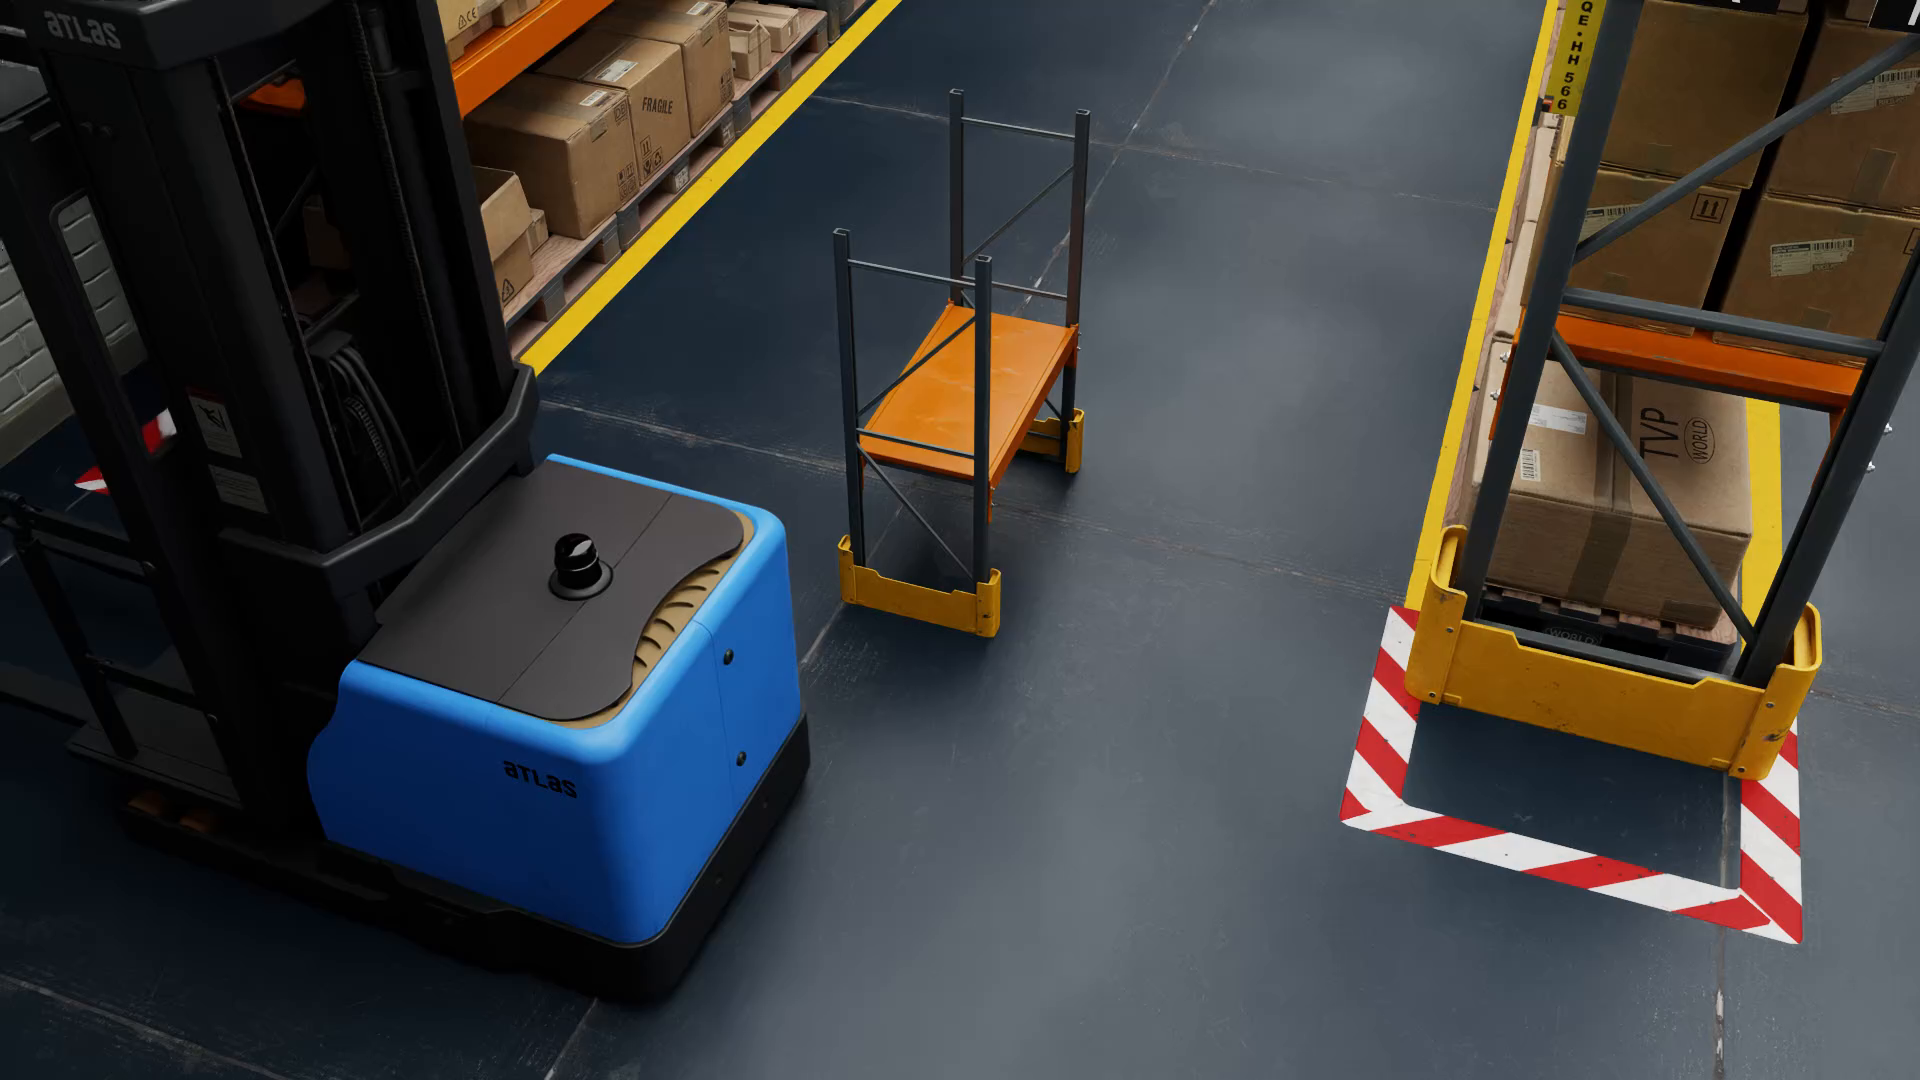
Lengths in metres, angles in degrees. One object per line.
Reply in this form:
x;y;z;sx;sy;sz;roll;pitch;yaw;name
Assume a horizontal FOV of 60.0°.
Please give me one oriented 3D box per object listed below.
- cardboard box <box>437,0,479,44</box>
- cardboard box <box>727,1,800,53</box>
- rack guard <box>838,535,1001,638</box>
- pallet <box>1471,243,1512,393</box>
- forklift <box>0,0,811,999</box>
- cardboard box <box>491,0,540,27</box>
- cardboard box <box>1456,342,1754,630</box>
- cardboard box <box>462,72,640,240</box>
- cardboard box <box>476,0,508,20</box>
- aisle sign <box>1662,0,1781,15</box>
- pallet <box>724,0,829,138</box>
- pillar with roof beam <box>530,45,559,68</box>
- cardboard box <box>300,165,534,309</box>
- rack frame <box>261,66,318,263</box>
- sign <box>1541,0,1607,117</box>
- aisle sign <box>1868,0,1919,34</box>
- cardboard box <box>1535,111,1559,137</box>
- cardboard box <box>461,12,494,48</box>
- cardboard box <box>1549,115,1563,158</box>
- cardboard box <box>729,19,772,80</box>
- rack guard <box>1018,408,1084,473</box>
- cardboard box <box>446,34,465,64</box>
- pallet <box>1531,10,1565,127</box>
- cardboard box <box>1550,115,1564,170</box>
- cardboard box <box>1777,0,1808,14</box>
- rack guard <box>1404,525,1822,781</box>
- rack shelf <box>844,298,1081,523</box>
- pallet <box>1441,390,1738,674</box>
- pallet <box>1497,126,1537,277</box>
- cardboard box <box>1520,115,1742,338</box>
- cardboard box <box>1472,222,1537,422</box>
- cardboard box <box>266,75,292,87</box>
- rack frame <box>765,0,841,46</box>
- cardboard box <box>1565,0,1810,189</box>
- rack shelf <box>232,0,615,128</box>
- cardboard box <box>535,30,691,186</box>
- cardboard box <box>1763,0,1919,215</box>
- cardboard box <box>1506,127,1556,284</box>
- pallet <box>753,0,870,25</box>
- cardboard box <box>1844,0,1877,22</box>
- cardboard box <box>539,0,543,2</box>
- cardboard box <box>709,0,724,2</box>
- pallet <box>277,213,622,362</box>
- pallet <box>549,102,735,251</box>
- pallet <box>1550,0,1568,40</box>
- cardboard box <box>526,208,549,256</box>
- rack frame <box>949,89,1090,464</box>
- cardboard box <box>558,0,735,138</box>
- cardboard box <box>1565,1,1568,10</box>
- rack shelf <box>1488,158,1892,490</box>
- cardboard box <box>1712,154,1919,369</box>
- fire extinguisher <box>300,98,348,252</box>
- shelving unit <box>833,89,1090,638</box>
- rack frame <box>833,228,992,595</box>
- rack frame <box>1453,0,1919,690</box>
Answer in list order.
-2.146;-1.976;6.141;0.500;0.250;0.500;14;42;15;cardboard box
-1.101;-2.813;9.109;0.380;0.149;0.250;12;42;14;cardboard box
-0.144;0.162;5.867;0.587;0.250;0.087;13;42;15;rack guard
2.730;-0.789;7.012;1.003;0.211;1.213;13;42;15;pallet
-2.046;-0.438;4.505;3.031;2.935;1.130;15;43;16;forklift
-1.940;-2.221;6.736;0.380;0.149;0.250;15;43;16;cardboard box
2.243;-0.213;5.839;0.875;0.438;0.875;12;42;14;cardboard box
-1.928;-1.776;7.623;0.700;0.500;0.500;15;43;17;cardboard box
-1.974;-2.283;6.502;0.500;0.250;0.500;14;42;16;cardboard box
1.795;-1.617;3.832;0.394;0.787;0.004;13;42;15;aisle sign
-1.423;-2.663;9.209;1.003;0.211;1.213;13;42;15;pallet
1.773;-5.245;5.464;9.100;9.000;0.400;13;42;15;pillar with roof beam
-2.257;-1.265;7.021;0.797;0.503;0.637;12;42;13;cardboard box
-2.555;-1.703;5.935;1.000;3.000;0.127;13;42;15;rack frame
1.606;-1.263;4.345;0.100;0.325;0.005;13;42;15;sign
2.359;-1.484;3.676;0.394;0.787;0.004;13;42;15;aisle sign
3.163;-1.869;7.780;0.875;0.438;0.875;13;42;14;cardboard box
-2.084;-2.080;6.571;0.380;0.149;0.250;13;42;15;cardboard box
2.380;-1.613;5.753;0.500;0.500;0.500;14;43;16;cardboard box
-1.223;-2.639;8.816;0.396;0.266;0.258;15;43;17;cardboard box
0.196;-0.445;6.579;0.587;0.250;0.087;13;42;15;rack guard
-2.141;-1.912;6.374;0.380;0.149;0.250;14;43;16;cardboard box
3.672;-2.470;8.982;1.003;0.211;1.213;13;42;15;pallet
2.213;-1.297;5.382;0.500;0.500;0.500;12;42;14;cardboard box
2.046;-1.532;4.387;0.380;0.149;0.250;14;42;16;cardboard box
2.103;0.362;5.440;1.175;0.500;0.348;13;42;15;rack guard
0.029;-0.486;5.941;0.538;0.185;1.000;13;42;15;rack shelf
2.311;-0.048;6.143;1.003;0.211;1.213;13;42;15;pallet
3.145;-1.536;7.888;1.003;0.211;1.213;13;42;15;pallet
2.027;-0.994;5.027;0.500;0.500;0.500;14;42;15;cardboard box
2.548;-0.773;6.496;0.875;0.438;0.875;14;43;16;cardboard box
-2.694;-1.869;6.323;0.380;0.149;0.250;13;42;15;cardboard box
-1.187;-4.143;8.794;1.000;3.000;0.127;13;42;15;rack frame
2.052;-1.369;4.696;0.500;0.500;0.500;15;43;16;cardboard box
-1.871;-2.649;7.598;1.077;0.370;4.000;13;42;15;rack shelf
-1.653;-2.077;7.975;0.500;0.500;0.500;14;42;16;cardboard box
2.543;-1.251;4.558;0.500;0.500;0.500;12;42;14;cardboard box
2.858;-1.323;7.140;0.875;0.438;0.875;12;42;14;cardboard box
-0.944;-3.586;10.291;1.003;0.211;1.213;13;42;15;pallet
2.493;-1.424;4.260;0.380;0.149;0.250;14;42;16;cardboard box
-1.854;-2.384;6.927;0.380;0.149;0.250;14;42;16;cardboard box
-1.635;-2.929;9.120;0.500;0.311;0.500;15;43;17;cardboard box
-2.257;-1.175;7.464;1.003;0.211;1.213;13;42;15;pallet
-1.838;-1.916;8.334;1.003;0.211;1.213;13;42;15;pallet
4.087;-3.216;9.857;1.003;0.211;1.213;13;42;15;pallet
-2.075;-1.381;7.430;0.380;0.149;0.250;12;42;13;cardboard box
0.203;-0.933;6.188;0.500;1.500;0.032;13;42;15;rack frame
-1.573;-2.410;8.366;0.700;0.500;0.500;12;42;13;cardboard box
3.917;-3.343;9.171;0.875;0.875;0.875;14;43;16;cardboard box
2.795;-1.550;6.309;1.077;0.370;4.000;13;42;15;rack shelf
2.545;-0.871;4.882;0.500;0.500;0.500;13;42;15;cardboard box
-2.171;-1.339;5.856;0.296;0.674;0.183;13;42;15;fire extinguisher
0.026;-0.617;5.818;0.587;1.500;1.083;13;42;15;shelving unit
-0.145;-0.313;5.461;0.500;1.500;0.032;13;42;15;rack frame
2.111;-0.603;4.646;1.000;3.000;0.127;13;42;15;rack frame
